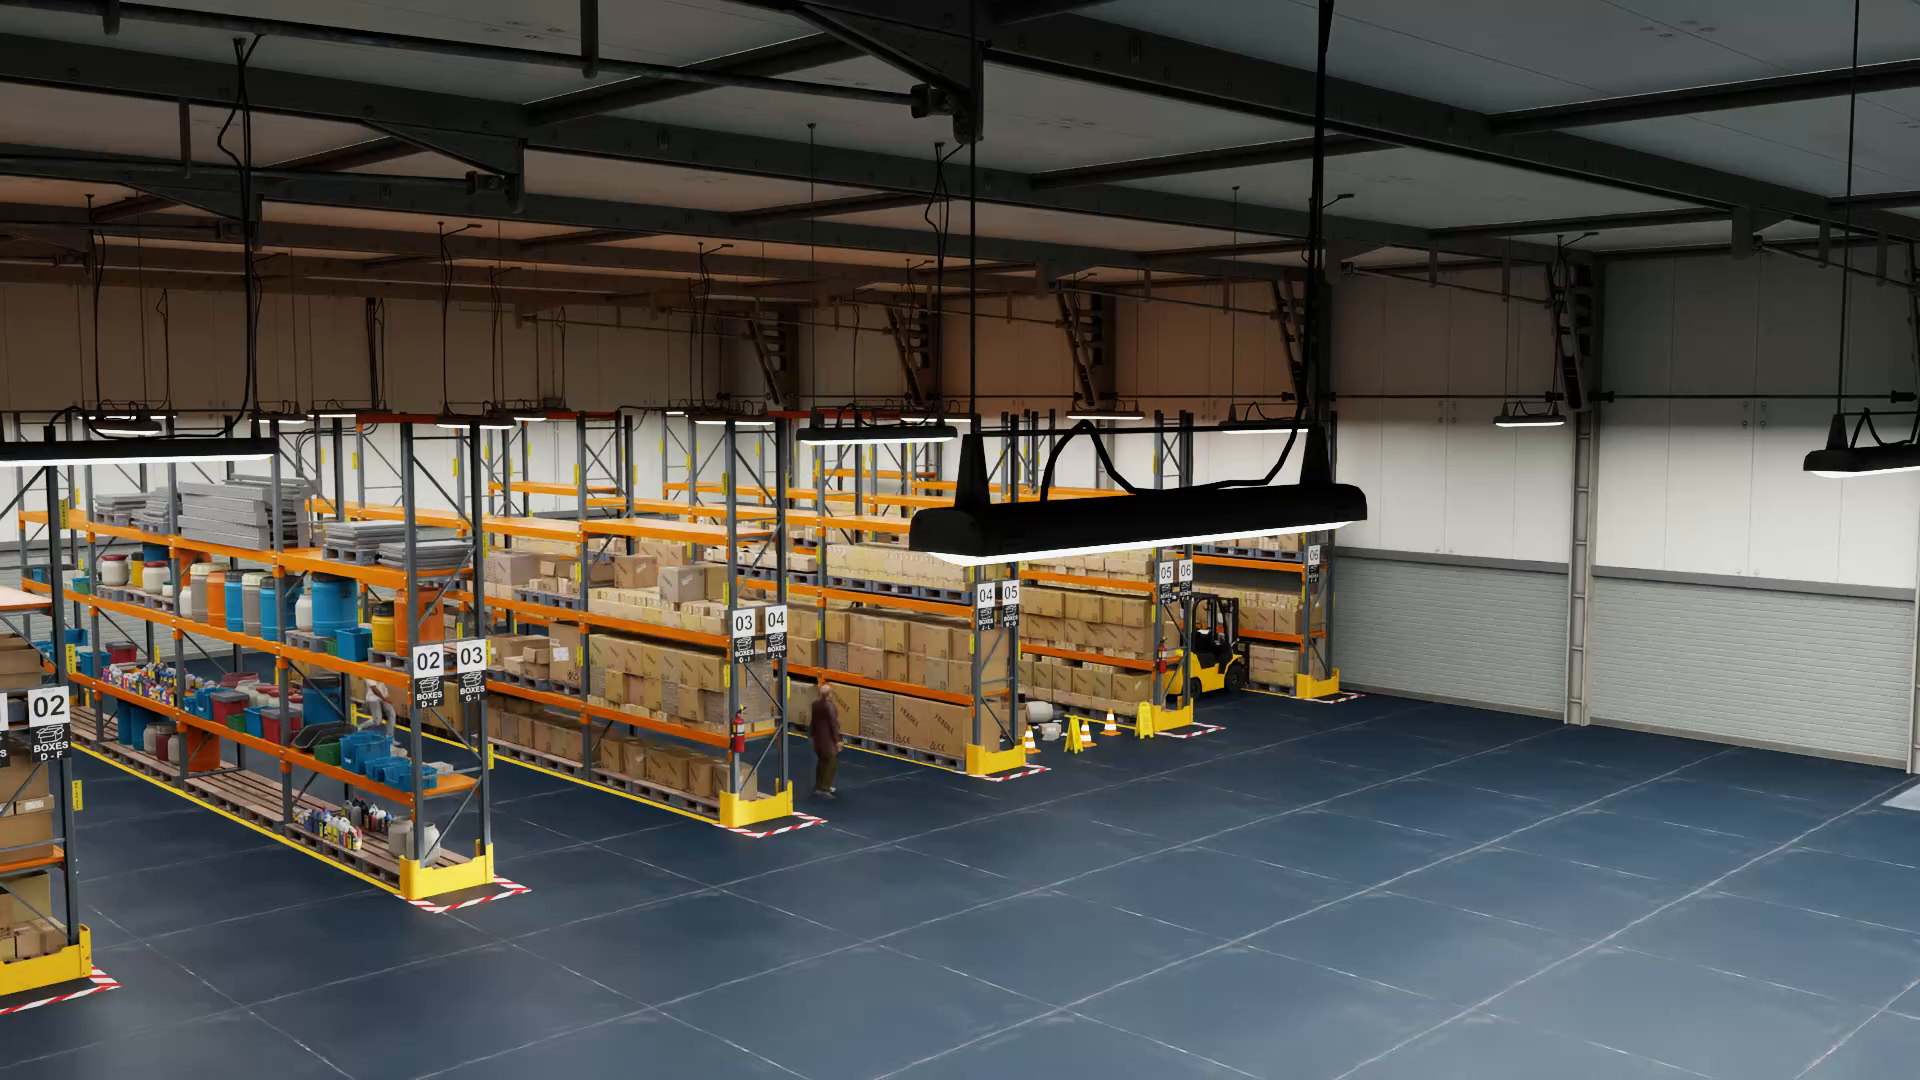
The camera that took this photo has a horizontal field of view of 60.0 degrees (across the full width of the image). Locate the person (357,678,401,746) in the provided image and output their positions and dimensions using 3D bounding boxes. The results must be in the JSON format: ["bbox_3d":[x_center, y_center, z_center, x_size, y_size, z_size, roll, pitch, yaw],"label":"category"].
[{"bbox_3d":[-10.536,2.863,30.137,0.829,1.710,0.625,1,5,16],"label":"person"}]

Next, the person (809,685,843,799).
[{"bbox_3d":[-2.125,3.183,26.347,0.415,1.812,0.660,-3,6,-28],"label":"person"}]
